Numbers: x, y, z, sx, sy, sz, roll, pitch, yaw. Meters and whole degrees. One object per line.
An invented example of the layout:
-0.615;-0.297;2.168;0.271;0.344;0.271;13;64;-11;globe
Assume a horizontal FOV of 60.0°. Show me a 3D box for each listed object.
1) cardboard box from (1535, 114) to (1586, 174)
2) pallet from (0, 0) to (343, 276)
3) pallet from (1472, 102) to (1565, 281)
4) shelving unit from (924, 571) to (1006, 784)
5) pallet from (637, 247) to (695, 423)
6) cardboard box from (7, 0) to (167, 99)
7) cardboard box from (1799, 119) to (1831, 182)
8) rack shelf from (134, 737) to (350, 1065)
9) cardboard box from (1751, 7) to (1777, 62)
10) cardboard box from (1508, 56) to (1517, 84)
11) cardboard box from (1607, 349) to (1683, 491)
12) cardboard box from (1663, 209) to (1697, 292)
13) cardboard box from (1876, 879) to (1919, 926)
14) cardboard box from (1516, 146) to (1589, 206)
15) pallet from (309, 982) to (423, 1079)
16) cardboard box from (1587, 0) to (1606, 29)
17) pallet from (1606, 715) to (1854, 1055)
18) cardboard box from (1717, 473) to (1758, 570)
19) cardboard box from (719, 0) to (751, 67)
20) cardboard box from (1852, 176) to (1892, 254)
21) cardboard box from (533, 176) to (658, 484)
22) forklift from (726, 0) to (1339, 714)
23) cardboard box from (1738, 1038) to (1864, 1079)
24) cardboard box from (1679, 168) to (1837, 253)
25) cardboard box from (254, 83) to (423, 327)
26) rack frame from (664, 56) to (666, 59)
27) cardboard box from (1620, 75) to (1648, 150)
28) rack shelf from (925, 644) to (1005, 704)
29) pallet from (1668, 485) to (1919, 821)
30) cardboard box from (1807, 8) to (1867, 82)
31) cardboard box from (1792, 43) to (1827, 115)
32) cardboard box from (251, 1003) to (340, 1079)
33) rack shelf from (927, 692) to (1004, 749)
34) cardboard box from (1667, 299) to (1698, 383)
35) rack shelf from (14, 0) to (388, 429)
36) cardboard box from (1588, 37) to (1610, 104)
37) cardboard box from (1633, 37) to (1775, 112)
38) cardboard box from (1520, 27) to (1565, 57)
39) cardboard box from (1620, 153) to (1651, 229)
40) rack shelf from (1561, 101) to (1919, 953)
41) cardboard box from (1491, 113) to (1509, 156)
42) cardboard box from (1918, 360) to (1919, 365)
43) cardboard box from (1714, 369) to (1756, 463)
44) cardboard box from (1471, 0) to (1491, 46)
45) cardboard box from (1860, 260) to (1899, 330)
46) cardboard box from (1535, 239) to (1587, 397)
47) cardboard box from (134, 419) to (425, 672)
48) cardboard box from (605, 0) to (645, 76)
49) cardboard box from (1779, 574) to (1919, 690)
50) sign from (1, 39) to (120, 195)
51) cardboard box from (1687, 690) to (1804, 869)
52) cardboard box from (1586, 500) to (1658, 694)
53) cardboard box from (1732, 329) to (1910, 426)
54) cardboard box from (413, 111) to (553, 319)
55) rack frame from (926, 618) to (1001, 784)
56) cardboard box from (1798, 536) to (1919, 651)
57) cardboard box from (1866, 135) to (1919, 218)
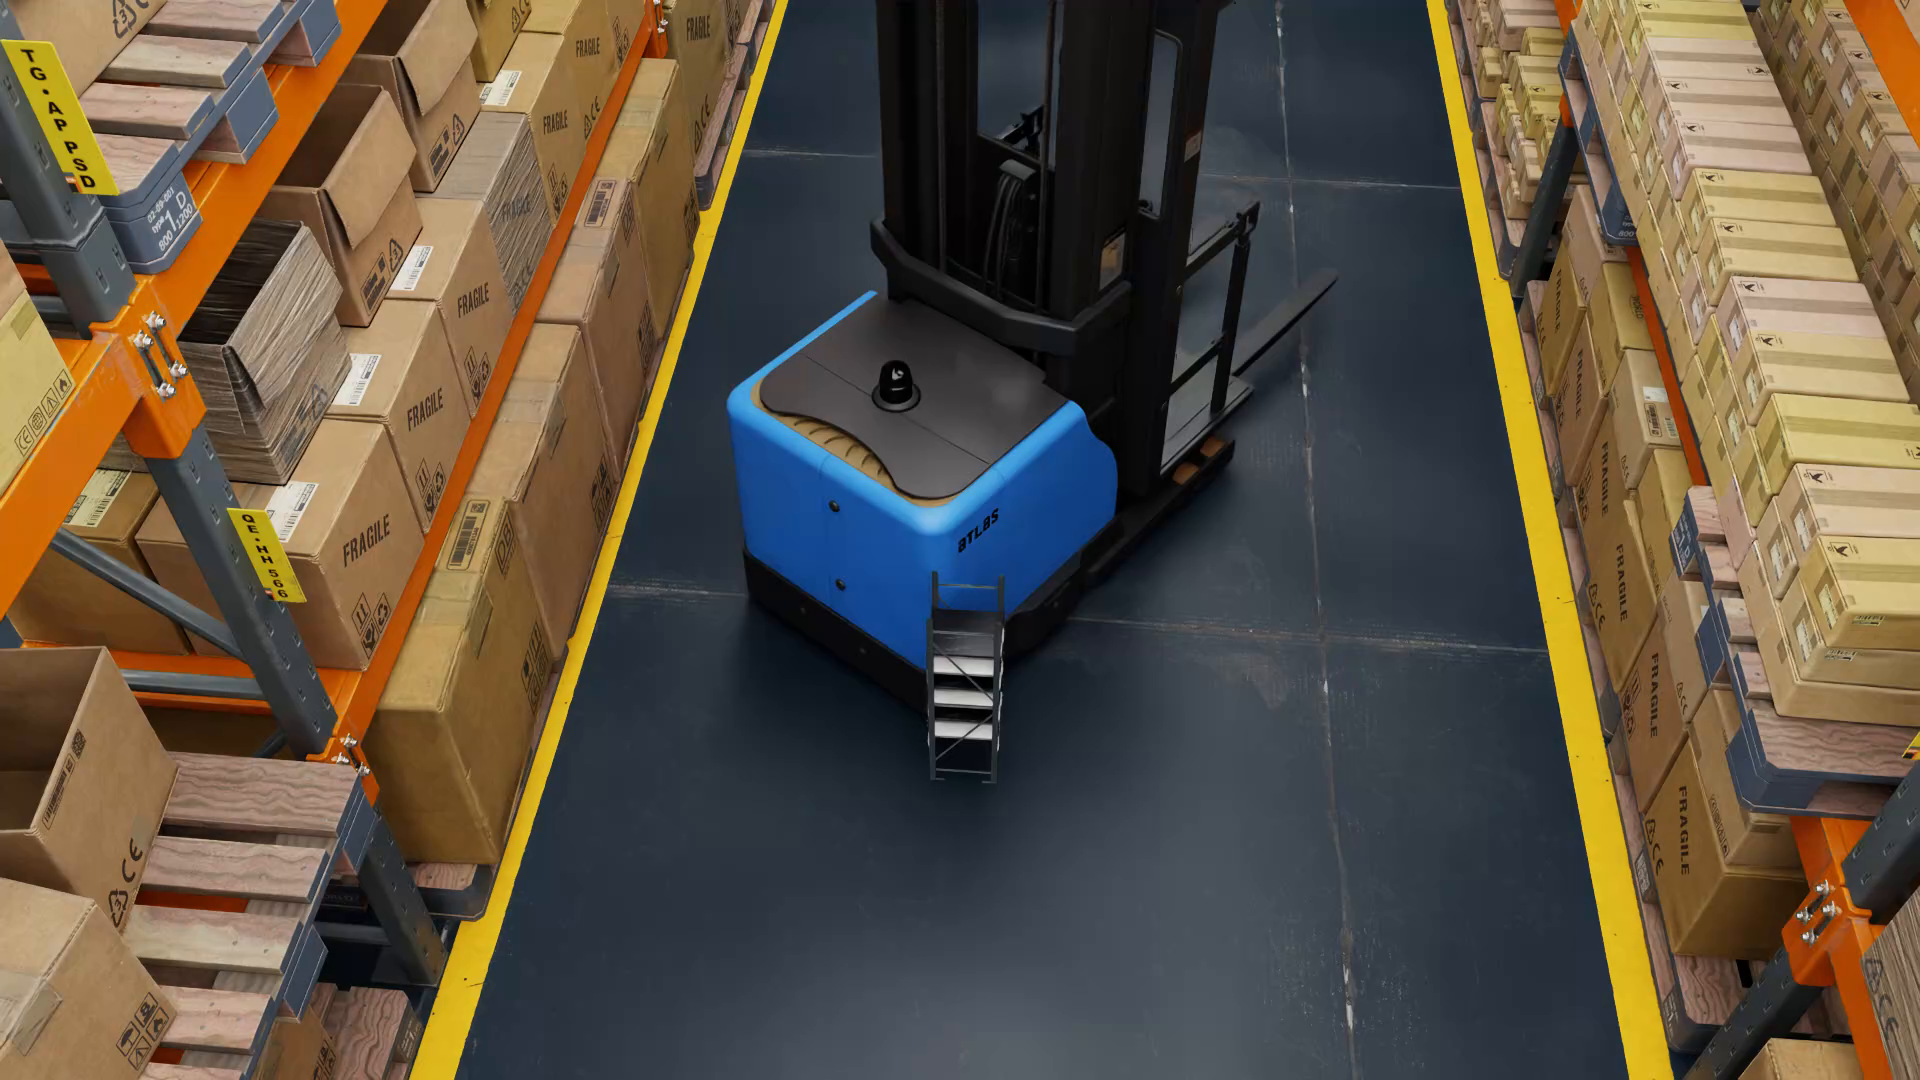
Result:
2.869;-1.816;7.649;0.380;0.149;0.250;5;48;5;cardboard box
-2.193;-1.051;3.799;1.213;0.211;1.003;6;48;5;pallet
3.121;-1.712;8.199;1.003;0.211;1.213;4;48;4;pallet
0.019;0.489;5.719;0.258;0.900;0.210;3;48;3;shelving unit
-1.830;-1.052;7.595;1.003;0.211;1.213;4;48;4;pallet
-2.215;-1.268;3.515;0.797;0.503;0.637;6;48;6;cardboard box
3.185;-1.351;5.864;0.380;0.149;0.250;2;48;2;cardboard box
-2.382;2.087;3.322;1.077;0.370;4.000;4;48;4;rack shelf
3.256;-1.909;6.375;0.380;0.149;0.250;3;48;3;cardboard box
2.947;-2.265;8.261;0.380;0.149;0.250;4;48;4;cardboard box
2.668;-0.417;6.026;0.500;0.250;0.500;6;48;5;cardboard box
2.461;-0.906;5.256;0.380;0.149;0.250;3;48;3;cardboard box
3.049;0.982;5.255;0.500;0.500;0.500;2;48;2;cardboard box
2.808;-1.690;7.735;0.380;0.149;0.250;5;48;4;cardboard box
-2.272;1.890;4.904;1.003;0.211;1.213;4;48;4;pallet
2.601;-2.056;6.307;0.380;0.149;0.250;5;48;4;cardboard box
2.804;1.149;5.582;1.003;0.211;1.213;4;48;4;pallet
2.365;-0.039;4.665;0.380;0.149;0.250;5;48;4;cardboard box
-1.613;-3.130;8.762;0.875;0.875;0.875;4;48;4;cardboard box
3.139;-1.040;5.378;0.380;0.149;0.250;4;48;4;cardboard box
-1.954;-0.861;6.686;1.225;0.875;0.875;2;48;2;cardboard box
0.501;-1.369;6.042;1.130;2.935;3.031;32;55;26;forklift
2.586;1.841;4.299;1.050;0.750;0.750;3;48;3;cardboard box
2.464;-1.008;5.147;0.380;0.149;0.250;5;48;5;cardboard box
-2.054;-1.013;4.922;0.797;0.503;0.637;5;48;4;cardboard box
-1.835;-2.565;7.089;1.000;3.000;0.127;4;48;4;rack frame
2.534;-1.484;5.785;0.380;0.149;0.250;2;48;2;cardboard box
0.019;0.450;5.677;0.258;0.077;0.200;3;48;3;rack shelf
2.690;0.316;4.584;1.213;0.211;1.003;4;48;4;pallet
3.204;-1.719;5.798;0.380;0.149;0.250;2;48;2;cardboard box
3.207;-1.633;5.921;0.380;0.149;0.250;6;48;5;cardboard box
-2.240;1.563;4.709;0.700;0.500;0.500;2;48;1;cardboard box
0.019;0.633;5.877;0.258;0.077;0.200;3;48;3;rack shelf
2.440;-0.610;5.187;0.380;0.149;0.250;5;48;5;cardboard box
-2.017;-1.865;4.903;1.077;0.370;4.000;4;48;4;rack shelf
2.582;-1.751;6.231;0.380;0.149;0.250;5;48;4;cardboard box
2.531;-1.579;5.670;0.380;0.149;0.250;3;48;3;cardboard box
2.969;-2.376;8.160;0.380;0.149;0.250;5;48;5;cardboard box
2.509;-1.196;5.723;0.380;0.149;0.250;2;48;2;cardboard box
2.913;-0.445;5.637;1.077;0.370;4.000;4;48;4;rack shelf
2.859;-2.031;8.249;0.380;0.149;0.250;2;48;2;cardboard box
3.065;-0.481;4.867;0.380;0.149;0.250;4;48;4;cardboard box
2.390;-0.342;4.740;0.380;0.149;0.250;4;48;4;cardboard box
2.966;-2.775;8.928;0.380;0.149;0.250;4;48;4;cardboard box
3.117;-0.755;5.320;0.380;0.149;0.250;2;48;2;cardboard box
2.764;-0.930;7.003;0.500;0.500;0.500;6;48;5;cardboard box
-1.884;0.002;4.674;0.500;0.500;0.500;5;48;5;cardboard box
-1.605;-2.237;6.721;0.500;0.500;0.500;4;48;4;cardboard box
2.322;0.231;4.216;0.380;0.149;0.250;5;48;4;cardboard box
-1.659;-0.774;3.068;0.100;0.325;0.005;4;48;4;sign
2.532;0.711;4.994;0.500;0.250;0.500;3;48;3;cardboard box
2.614;0.212;5.959;0.500;0.500;0.500;2;48;2;cardboard box
2.389;-0.440;4.628;0.380;0.149;0.250;5;48;5;cardboard box
-1.749;-1.121;5.701;0.500;0.500;0.500;4;48;4;cardboard box
0.012;0.564;5.651;0.240;0.900;0.006;3;48;3;rack frame
2.319;0.134;4.103;0.380;0.149;0.250;2;48;2;cardboard box
3.134;-1.149;5.276;0.380;0.149;0.250;2;48;2;cardboard box
